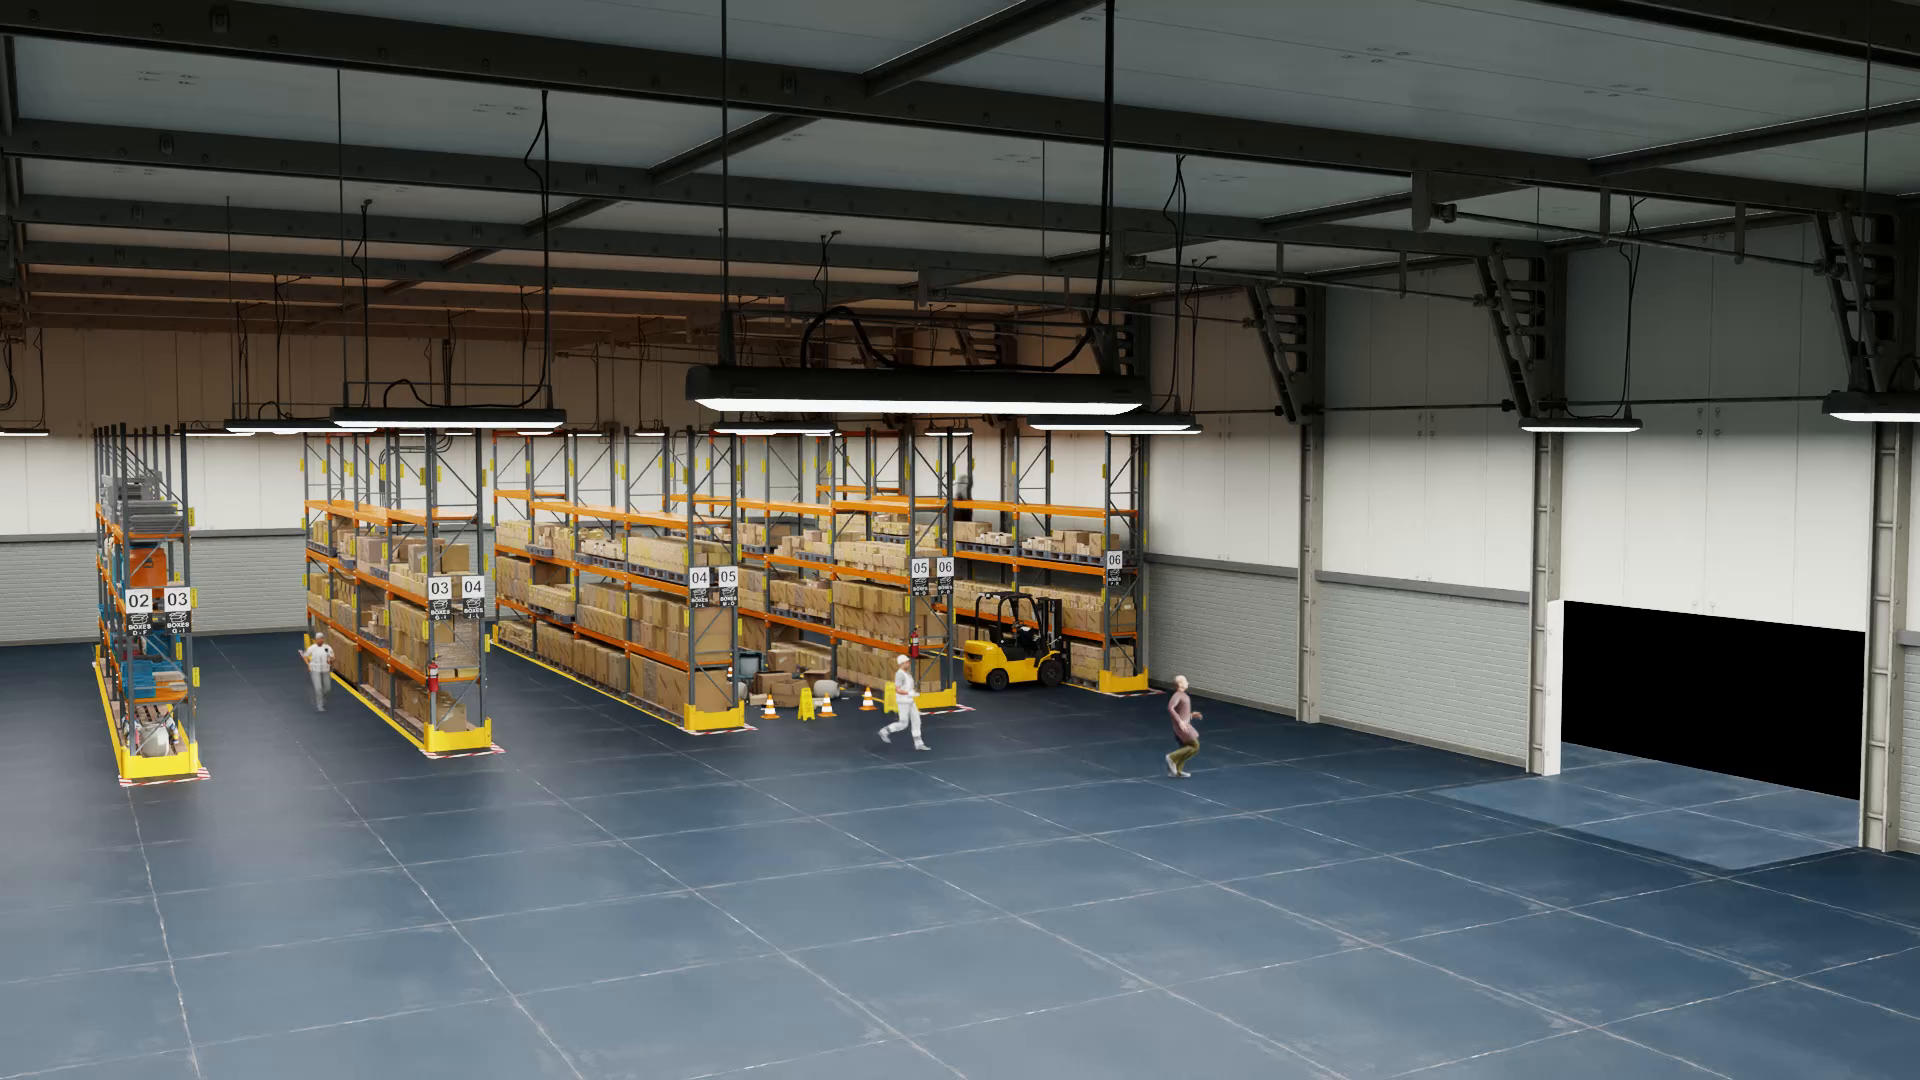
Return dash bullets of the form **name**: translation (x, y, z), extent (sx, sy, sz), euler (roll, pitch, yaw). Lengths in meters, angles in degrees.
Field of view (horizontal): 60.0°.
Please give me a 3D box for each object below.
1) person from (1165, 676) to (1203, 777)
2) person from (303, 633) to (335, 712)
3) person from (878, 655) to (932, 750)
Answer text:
- **person**: translation (3.787, 3.153, 28.085), extent (0.628, 1.732, 0.704), euler (0, 3, 7)
- **person**: translation (-13.515, 2.777, 35.116), extent (0.620, 1.634, 0.823), euler (-2, 4, -31)
- **person**: translation (-1.006, 2.985, 30.551), extent (0.993, 1.760, 0.672), euler (1, 4, 15)
